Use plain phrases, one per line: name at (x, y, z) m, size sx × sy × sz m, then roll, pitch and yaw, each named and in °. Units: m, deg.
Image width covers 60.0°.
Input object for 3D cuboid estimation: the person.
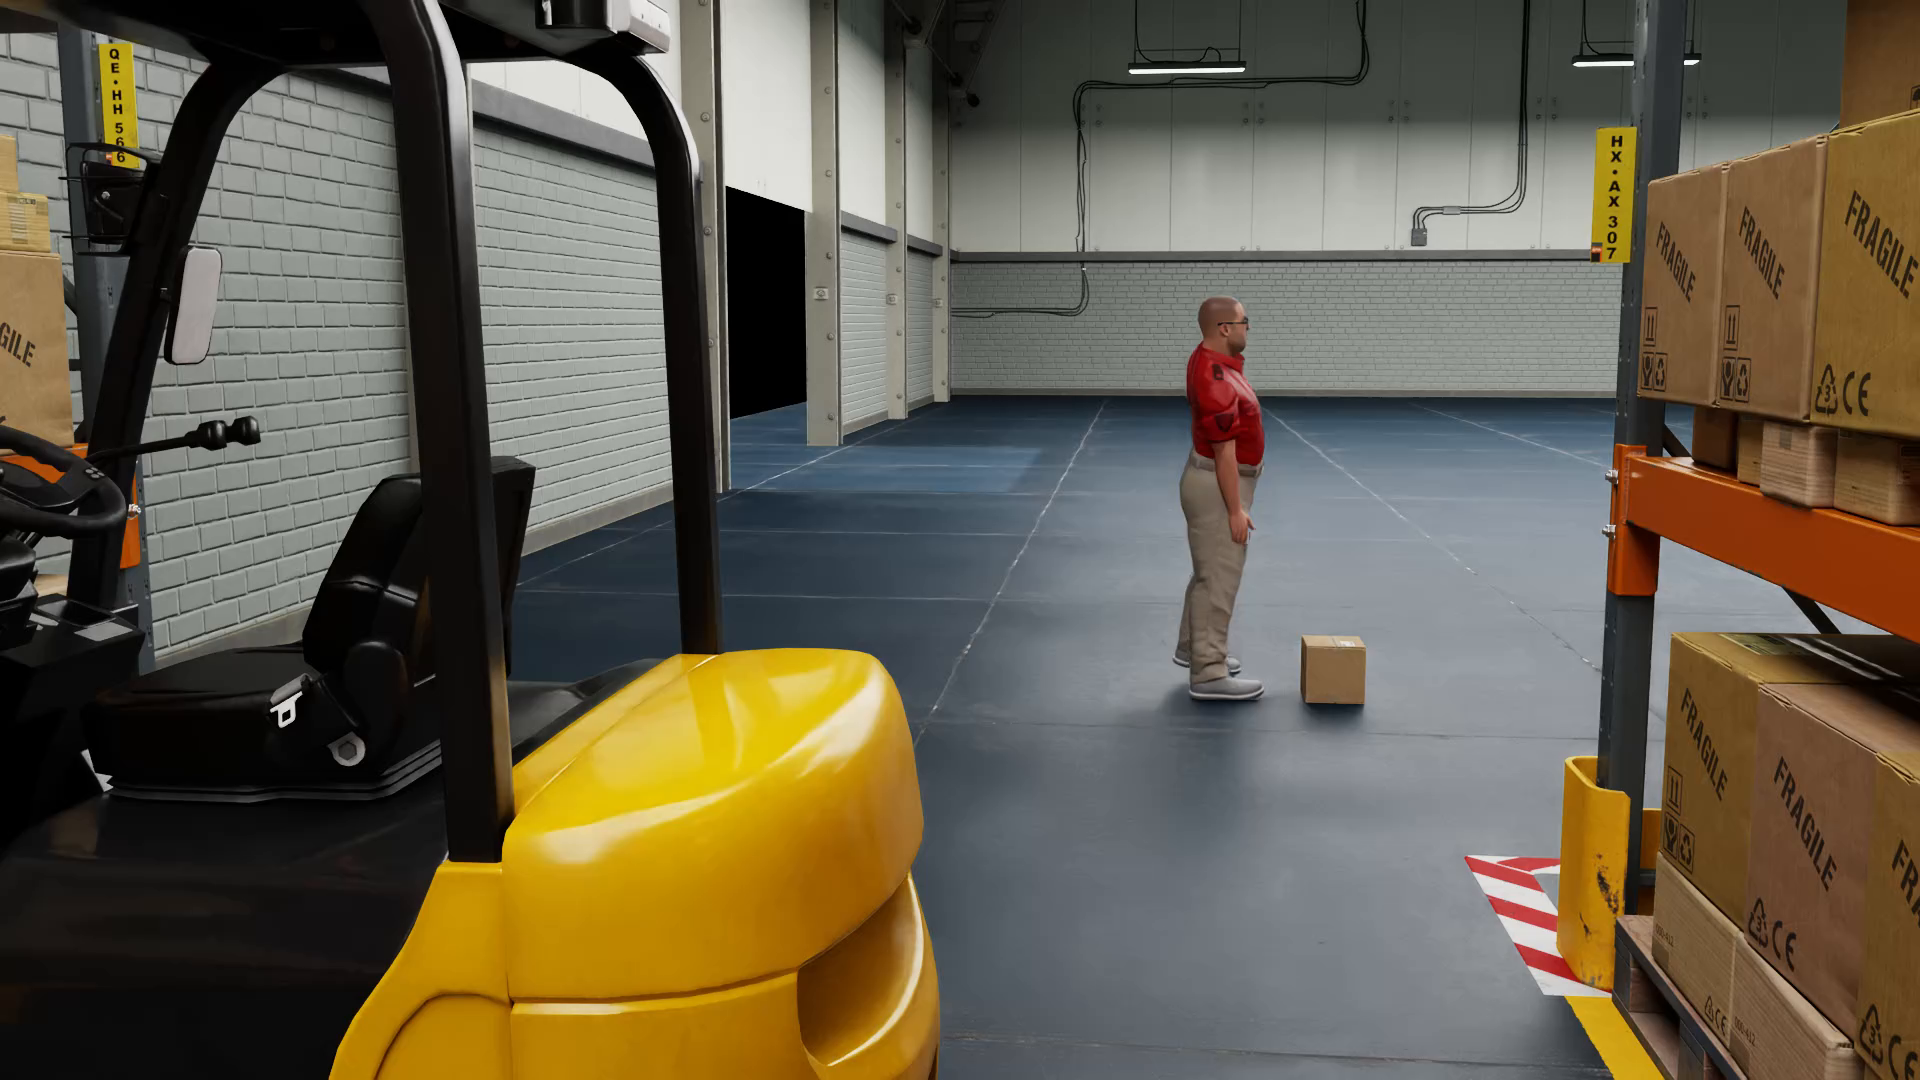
person at (1.134, -0.186, 7.217) m, size 0.390 × 1.726 × 0.698 m, roll 1°, pitch 8°, yaw 8°
